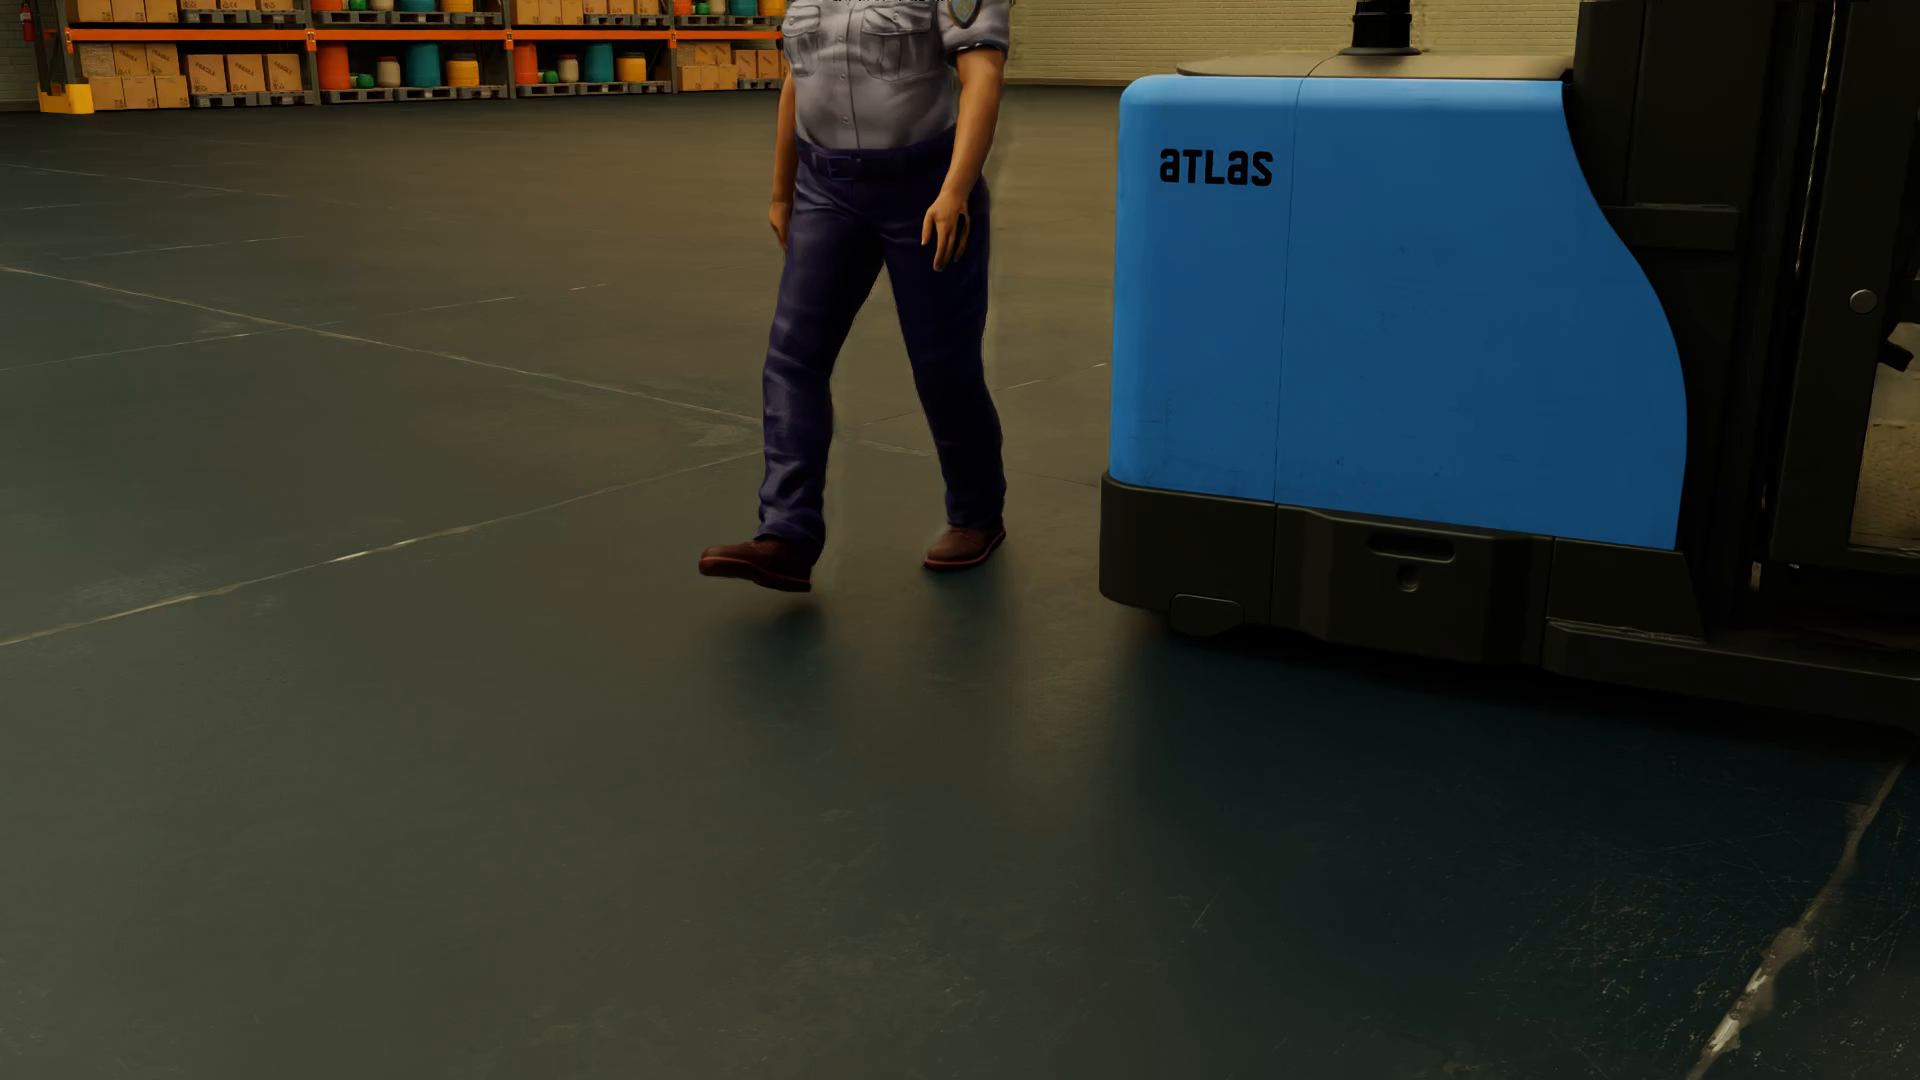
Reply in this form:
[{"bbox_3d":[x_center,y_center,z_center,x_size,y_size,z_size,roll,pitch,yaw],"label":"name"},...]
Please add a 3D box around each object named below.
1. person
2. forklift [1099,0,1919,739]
[{"bbox_3d":[-0.218,-0.671,3.408,0.647,1.604,0.875,8,19,25],"label":"person"},{"bbox_3d":[1.837,-1.163,2.726,3.031,2.935,1.130,8,19,24],"label":"forklift"}]
